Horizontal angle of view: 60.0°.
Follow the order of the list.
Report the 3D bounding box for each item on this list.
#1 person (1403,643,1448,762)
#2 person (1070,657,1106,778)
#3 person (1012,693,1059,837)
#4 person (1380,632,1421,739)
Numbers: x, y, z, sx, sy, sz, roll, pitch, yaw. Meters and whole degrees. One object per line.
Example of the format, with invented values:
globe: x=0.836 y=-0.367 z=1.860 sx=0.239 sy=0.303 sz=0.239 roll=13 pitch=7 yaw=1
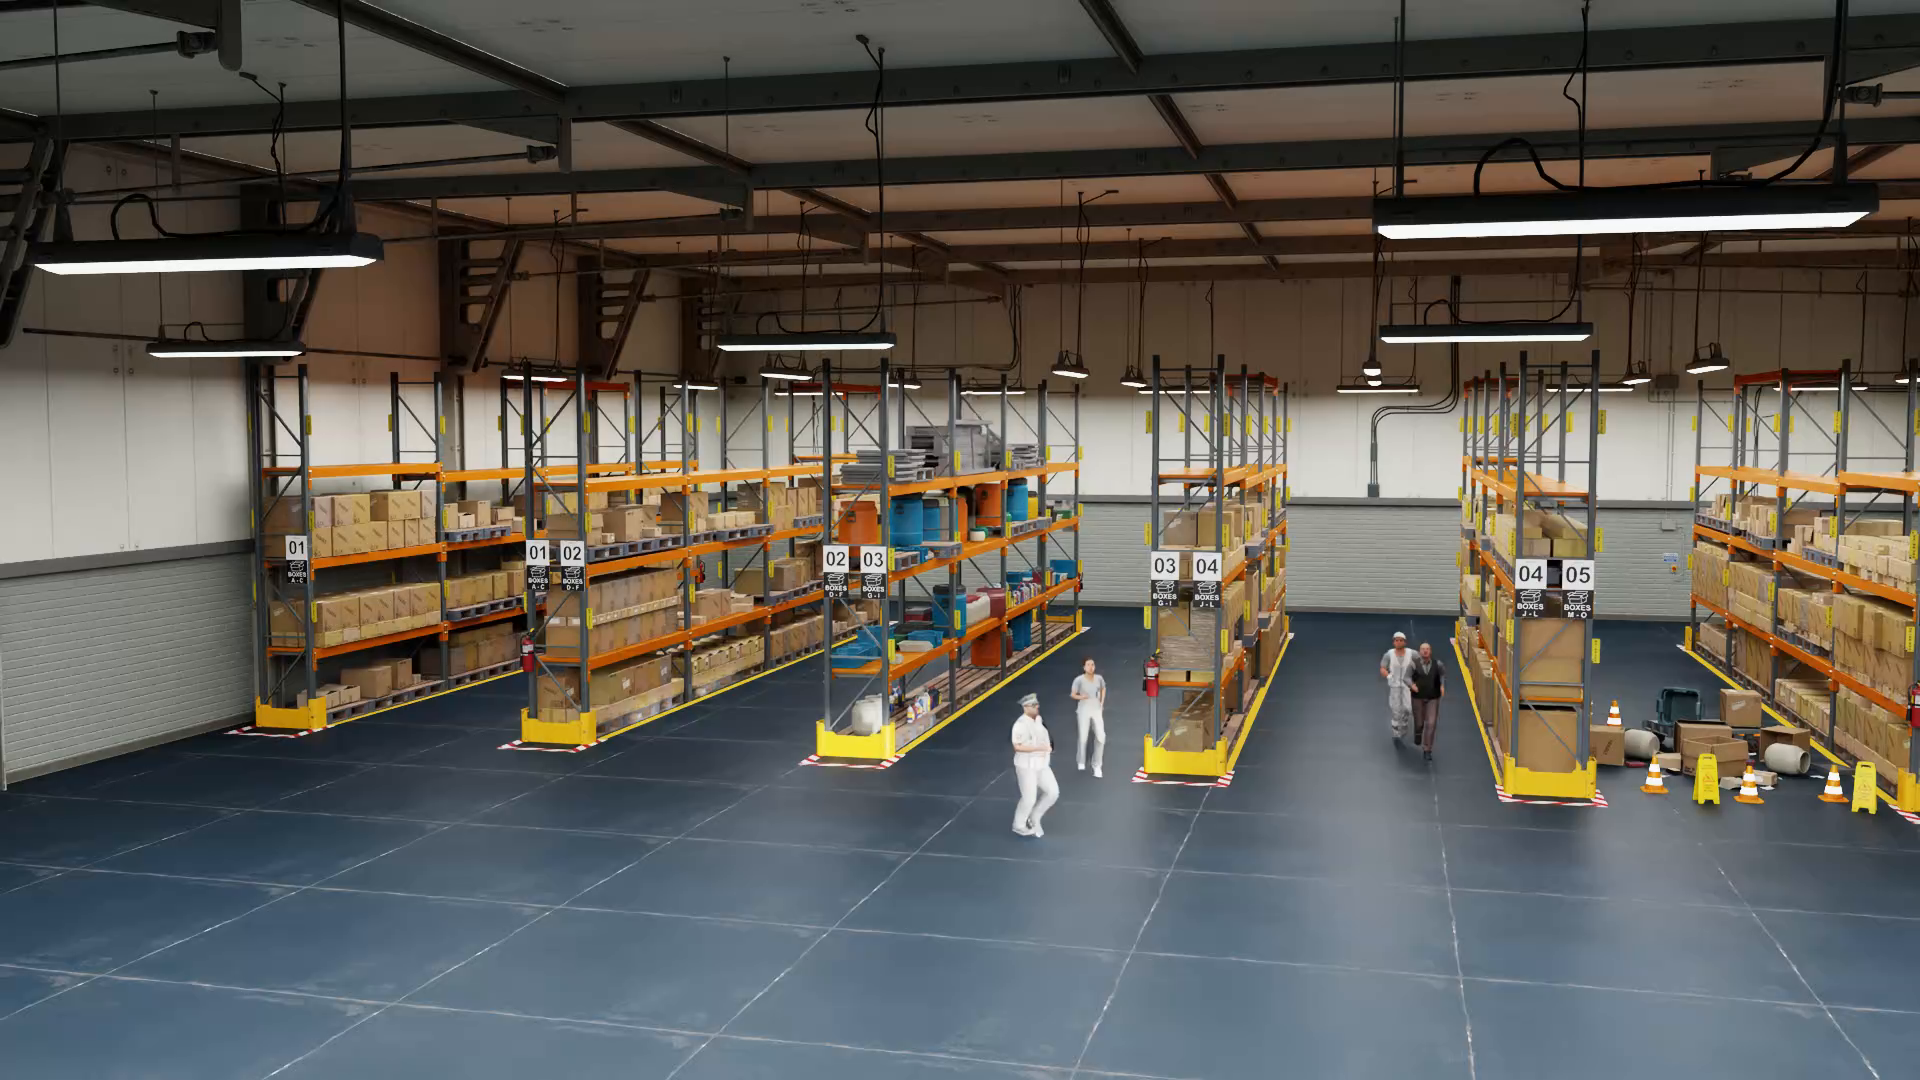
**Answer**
person: x=7.043 y=2.419 z=25.164 sx=0.674 sy=1.723 sz=0.937 roll=1 pitch=4 yaw=12
person: x=1.849 y=2.534 z=23.810 sx=0.565 sy=1.729 sz=0.669 roll=-1 pitch=4 yaw=-9
person: x=0.926 y=2.742 z=20.133 sx=0.656 sy=1.792 sz=0.644 roll=4 pitch=5 yaw=42
person: x=6.961 y=2.313 z=26.170 sx=0.687 sy=1.732 sz=0.748 roll=1 pitch=4 yaw=17
